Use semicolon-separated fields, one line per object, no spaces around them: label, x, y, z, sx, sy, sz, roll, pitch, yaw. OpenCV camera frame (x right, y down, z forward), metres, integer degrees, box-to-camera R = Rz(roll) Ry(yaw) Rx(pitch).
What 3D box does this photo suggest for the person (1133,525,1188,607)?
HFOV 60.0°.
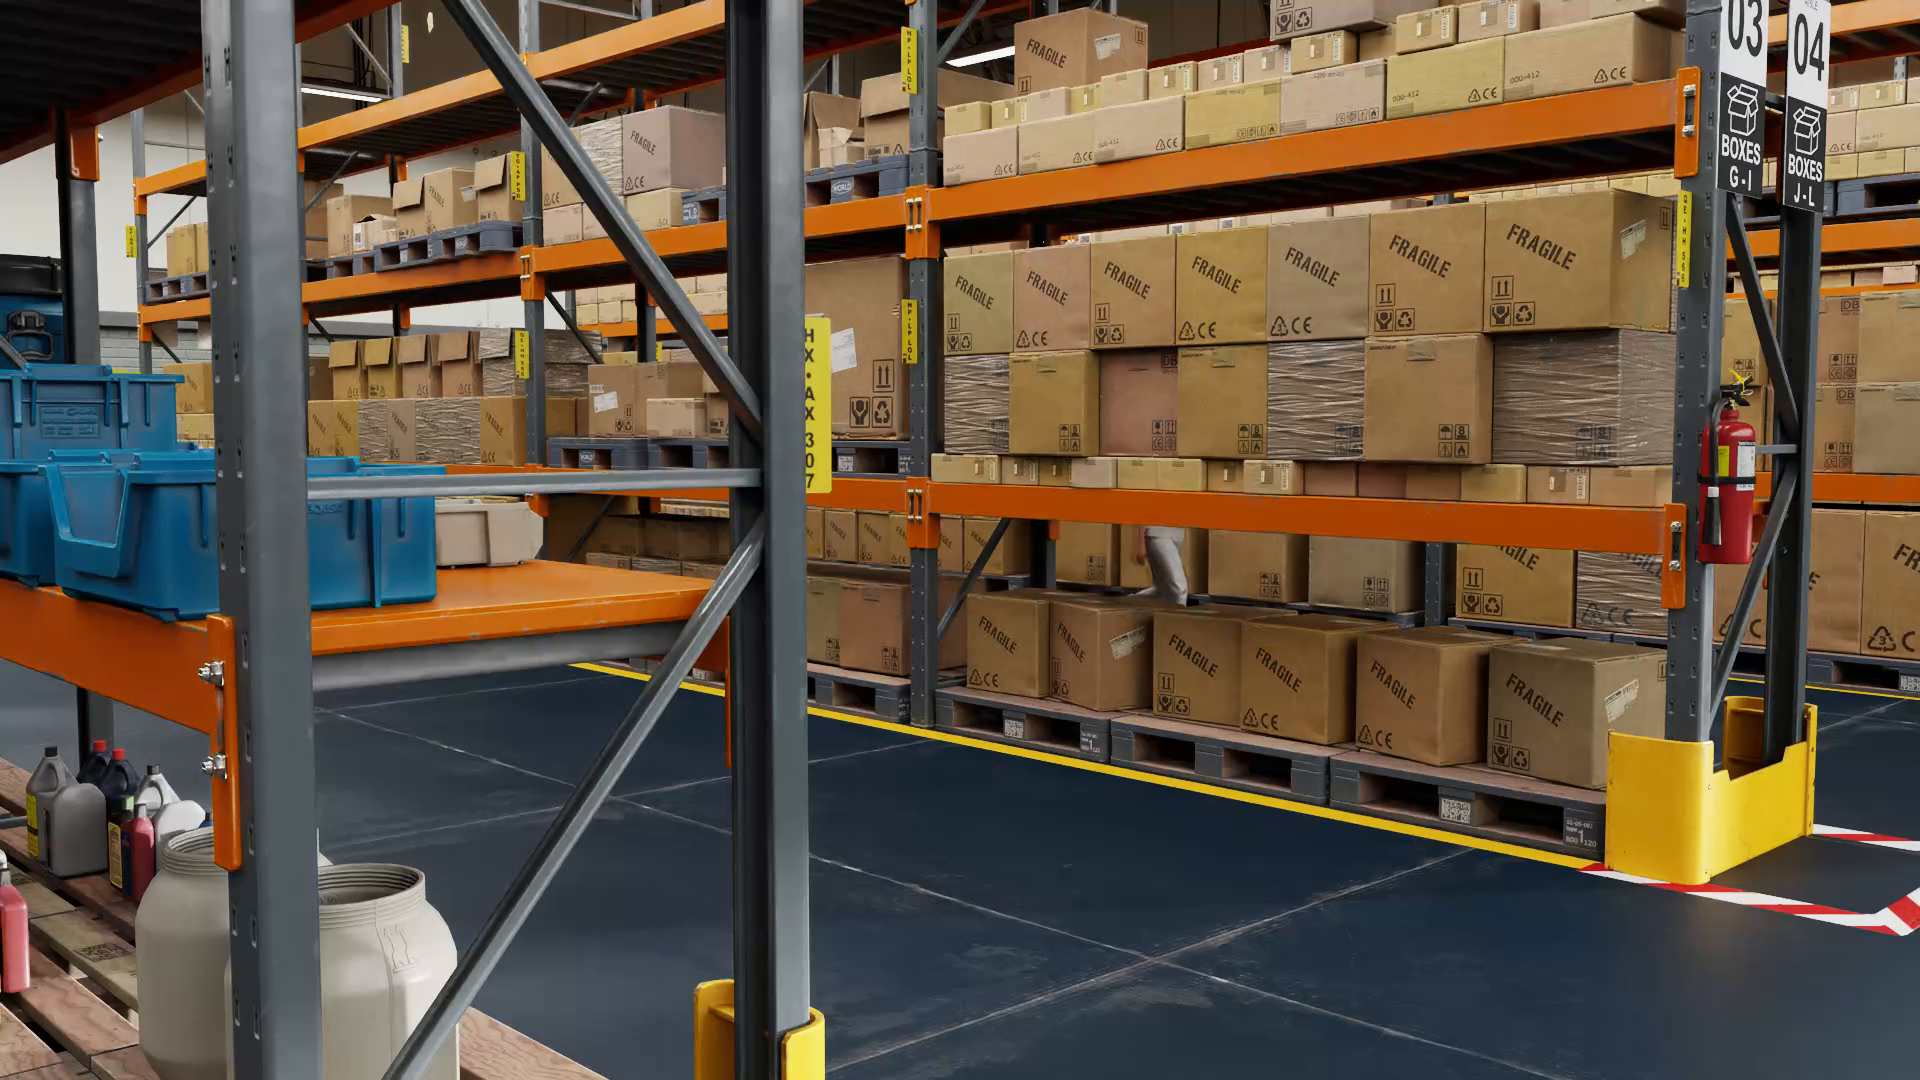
person;1.309;-0.003;11.156;0.919;1.633;0.449;3;5;41
